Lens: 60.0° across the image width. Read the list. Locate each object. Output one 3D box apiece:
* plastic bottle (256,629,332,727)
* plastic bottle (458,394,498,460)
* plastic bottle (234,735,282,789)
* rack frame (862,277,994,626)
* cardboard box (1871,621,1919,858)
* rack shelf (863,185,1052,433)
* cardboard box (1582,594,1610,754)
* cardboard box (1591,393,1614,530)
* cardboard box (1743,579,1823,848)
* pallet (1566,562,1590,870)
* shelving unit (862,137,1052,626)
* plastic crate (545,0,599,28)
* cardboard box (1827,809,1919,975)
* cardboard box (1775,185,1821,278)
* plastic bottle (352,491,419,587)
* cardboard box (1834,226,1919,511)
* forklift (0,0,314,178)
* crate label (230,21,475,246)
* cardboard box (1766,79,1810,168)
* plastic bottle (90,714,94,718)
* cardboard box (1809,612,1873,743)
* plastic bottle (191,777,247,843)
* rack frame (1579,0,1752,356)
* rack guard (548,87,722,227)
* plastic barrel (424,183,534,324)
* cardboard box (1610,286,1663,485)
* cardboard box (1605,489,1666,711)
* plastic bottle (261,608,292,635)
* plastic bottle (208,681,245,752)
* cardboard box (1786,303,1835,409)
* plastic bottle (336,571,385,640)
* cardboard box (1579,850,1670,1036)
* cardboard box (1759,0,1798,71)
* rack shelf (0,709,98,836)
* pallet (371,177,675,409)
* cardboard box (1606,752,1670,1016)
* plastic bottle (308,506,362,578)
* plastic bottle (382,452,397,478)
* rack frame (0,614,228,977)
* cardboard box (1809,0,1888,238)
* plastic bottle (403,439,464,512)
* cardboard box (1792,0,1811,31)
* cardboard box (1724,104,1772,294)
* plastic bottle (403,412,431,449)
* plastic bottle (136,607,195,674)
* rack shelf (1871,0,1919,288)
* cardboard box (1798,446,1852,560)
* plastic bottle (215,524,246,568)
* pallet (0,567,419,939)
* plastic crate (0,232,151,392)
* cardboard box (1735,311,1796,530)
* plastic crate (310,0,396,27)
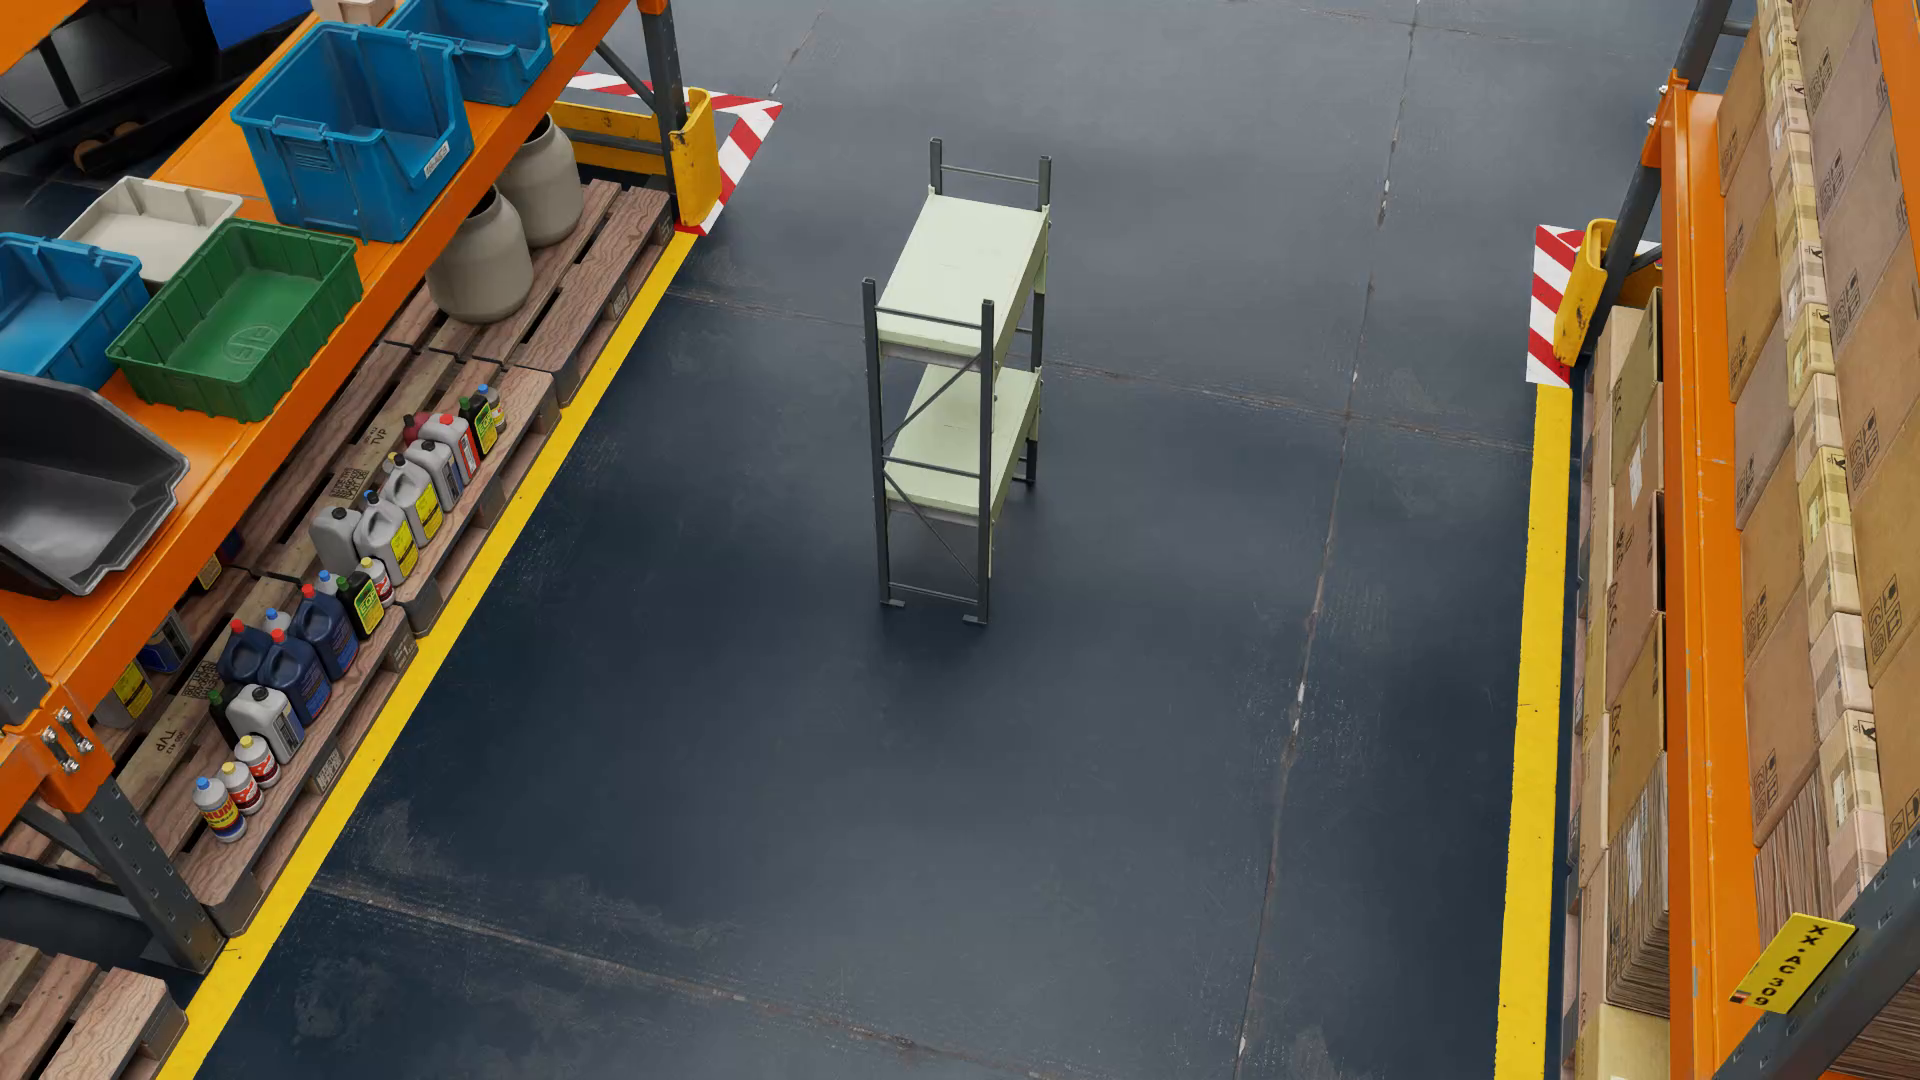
[{"bbox_3d":[-2.156,0.425,5.348,0.144,0.351,0.185,13,50,11],"label":"plastic bottle"},{"bbox_3d":[-1.790,-0.441,6.157,0.061,0.283,0.133,13,50,11],"label":"plastic bottle"},{"bbox_3d":[-2.209,0.685,5.218,0.097,0.201,0.097,0,49,0],"label":"plastic bottle"},{"bbox_3d":[-0.095,-0.236,5.458,0.400,1.500,0.023,12,50,10],"label":"rack frame"},{"bbox_3d":[2.119,0.391,2.972,0.700,0.500,0.500,12,50,10],"label":"cardboard box"},{"bbox_3d":[0.002,-0.759,5.399,0.431,0.370,0.720,12,50,10],"label":"rack shelf"},{"bbox_3d":[2.309,0.482,5.377,0.500,0.250,0.500,12,50,10],"label":"cardboard box"},{"bbox_3d":[2.578,-0.240,6.015,0.500,0.250,0.500,12,50,10],"label":"cardboard box"},{"bbox_3d":[2.252,0.438,3.796,0.700,0.500,0.500,11,50,10],"label":"cardboard box"},{"bbox_3d":[2.577,0.647,5.538,1.003,0.211,1.213,12,50,10],"label":"pallet"},{"bbox_3d":[0.002,-0.501,5.692,0.431,1.500,0.755,12,50,10],"label":"shelving unit"},{"bbox_3d":[-1.559,-2.227,6.314,0.499,0.251,0.616,12,50,10],"label":"plastic crate"},{"bbox_3d":[1.873,0.689,3.142,0.380,0.149,0.250,12,50,10],"label":"cardboard box"},{"bbox_3d":[2.413,-0.792,4.449,0.380,0.149,0.250,11,49,10],"label":"cardboard box"},{"bbox_3d":[-1.995,-0.019,5.740,0.144,0.351,0.185,11,50,10],"label":"plastic bottle"},{"bbox_3d":[2.384,-0.336,3.614,0.700,0.500,0.500,12,50,10],"label":"cardboard box"},{"bbox_3d":[-4.185,-3.093,7.025,1.130,2.935,3.031,35,57,27],"label":"forklift"},{"bbox_3d":[-1.940,-1.324,5.395,0.502,0.435,0.616,12,50,10],"label":"crate label"},{"bbox_3d":[2.548,-1.170,4.783,0.380,0.149,0.250,11,49,9],"label":"cardboard box"},{"bbox_3d":[-2.878,0.404,5.366,0.144,0.351,0.185,10,49,9],"label":"plastic bottle"},{"bbox_3d":[2.007,0.321,3.467,0.380,0.149,0.250,10,49,9],"label":"cardboard box"},{"bbox_3d":[-2.262,0.809,5.062,0.097,0.271,0.097,0,49,0],"label":"plastic bottle"},{"bbox_3d":[3.061,-1.717,5.765,1.000,3.000,0.127,12,50,10],"label":"rack frame"},{"bbox_3d":[-1.691,-1.806,7.510,1.175,0.500,0.348,12,50,10],"label":"rack guard"},{"bbox_3d":[-1.948,-1.159,6.652,0.421,0.512,0.421,0,49,0],"label":"plastic barrel"},{"bbox_3d":[2.576,-0.488,5.734,0.500,0.500,0.500,12,50,10],"label":"cardboard box"},{"bbox_3d":[2.308,0.234,5.097,0.500,0.500,0.500,12,50,10],"label":"cardboard box"},{"bbox_3d":[-2.235,0.322,5.491,0.097,0.271,0.097,0,49,0],"label":"plastic bottle"},{"bbox_3d":[-2.307,0.545,5.286,0.061,0.283,0.133,12,50,10],"label":"plastic bottle"},{"bbox_3d":[2.276,-0.421,4.122,0.380,0.149,0.250,13,50,11],"label":"cardboard box"},{"bbox_3d":[-2.023,0.199,5.592,0.061,0.283,0.133,14,50,12],"label":"plastic bottle"},{"bbox_3d":[2.061,1.209,4.736,0.500,0.250,0.500,12,50,10],"label":"cardboard box"},{"bbox_3d":[2.683,-1.532,5.102,0.380,0.149,0.250,10,49,9],"label":"cardboard box"},{"bbox_3d":[-3.296,1.881,3.069,1.077,0.370,4.000,12,50,10],"label":"rack shelf"},{"bbox_3d":[-1.910,-1.124,7.101,1.003,0.211,1.213,12,50,10],"label":"pallet"},{"bbox_3d":[2.063,0.961,4.455,0.500,0.500,0.500,12,50,10],"label":"cardboard box"},{"bbox_3d":[-2.144,-0.005,5.777,0.152,0.276,0.135,12,50,10],"label":"plastic bottle"},{"bbox_3d":[-2.031,-0.236,6.031,0.097,0.201,0.097,0,49,0],"label":"plastic bottle"},{"bbox_3d":[-2.769,0.196,4.076,1.000,3.000,0.127,12,50,10],"label":"rack frame"},{"bbox_3d":[2.647,-1.060,4.253,0.700,0.500,0.500,12,50,10],"label":"cardboard box"},{"bbox_3d":[-1.906,-0.249,5.993,0.152,0.276,0.135,10,49,9],"label":"plastic bottle"},{"bbox_3d":[2.912,-1.806,4.911,0.700,0.500,0.500,12,50,10],"label":"cardboard box"},{"bbox_3d":[2.793,-1.034,5.096,0.700,0.500,0.500,13,50,11],"label":"cardboard box"},{"bbox_3d":[-1.972,-0.373,6.097,0.061,0.283,0.133,12,50,10],"label":"plastic bottle"},{"bbox_3d":[-2.678,0.301,5.507,0.152,0.276,0.135,12,50,10],"label":"plastic bottle"},{"bbox_3d":[2.535,-1.025,3.633,1.077,0.370,4.000,12,50,10],"label":"rack shelf"},{"bbox_3d":[2.143,-0.046,3.791,0.380,0.149,0.250,11,50,10],"label":"cardboard box"},{"bbox_3d":[-2.593,-0.042,5.805,0.061,0.283,0.133,12,50,10],"label":"plastic bottle"},{"bbox_3d":[-2.552,0.641,5.543,1.003,0.211,1.213,12,50,10],"label":"pallet"},{"bbox_3d":[-2.740,-0.609,4.886,0.499,0.251,0.616,12,50,10],"label":"plastic crate"},{"bbox_3d":[2.521,-0.295,4.443,0.700,0.500,0.500,13,50,11],"label":"cardboard box"},{"bbox_3d":[-2.262,-2.026,6.214,0.298,0.136,0.250,12,50,10],"label":"plastic crate"}]
